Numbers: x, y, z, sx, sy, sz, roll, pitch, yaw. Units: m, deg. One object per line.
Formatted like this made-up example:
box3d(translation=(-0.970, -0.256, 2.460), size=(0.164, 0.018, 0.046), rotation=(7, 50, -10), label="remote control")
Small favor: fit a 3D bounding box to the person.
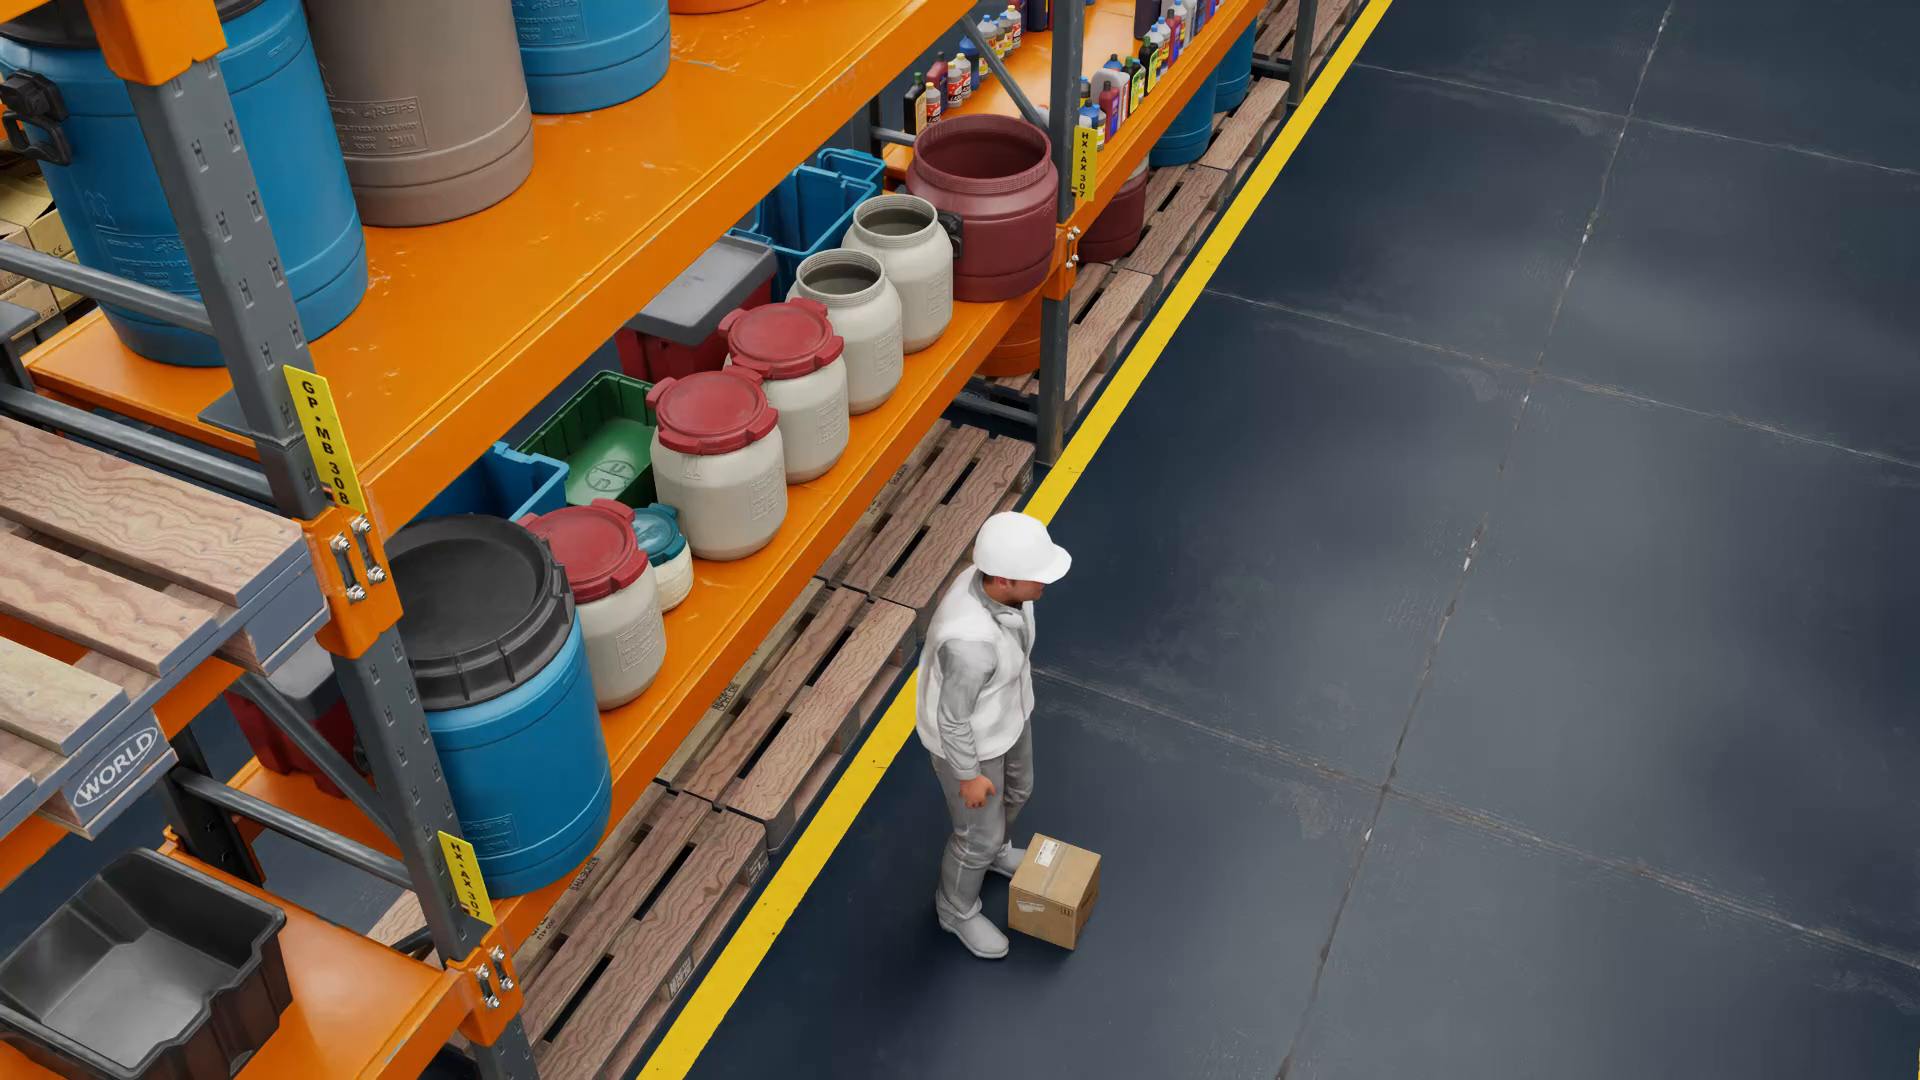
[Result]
box3d(translation=(0.097, 0.603, 5.466), size=(0.464, 1.768, 0.593), rotation=(15, 44, 16), label="person")
